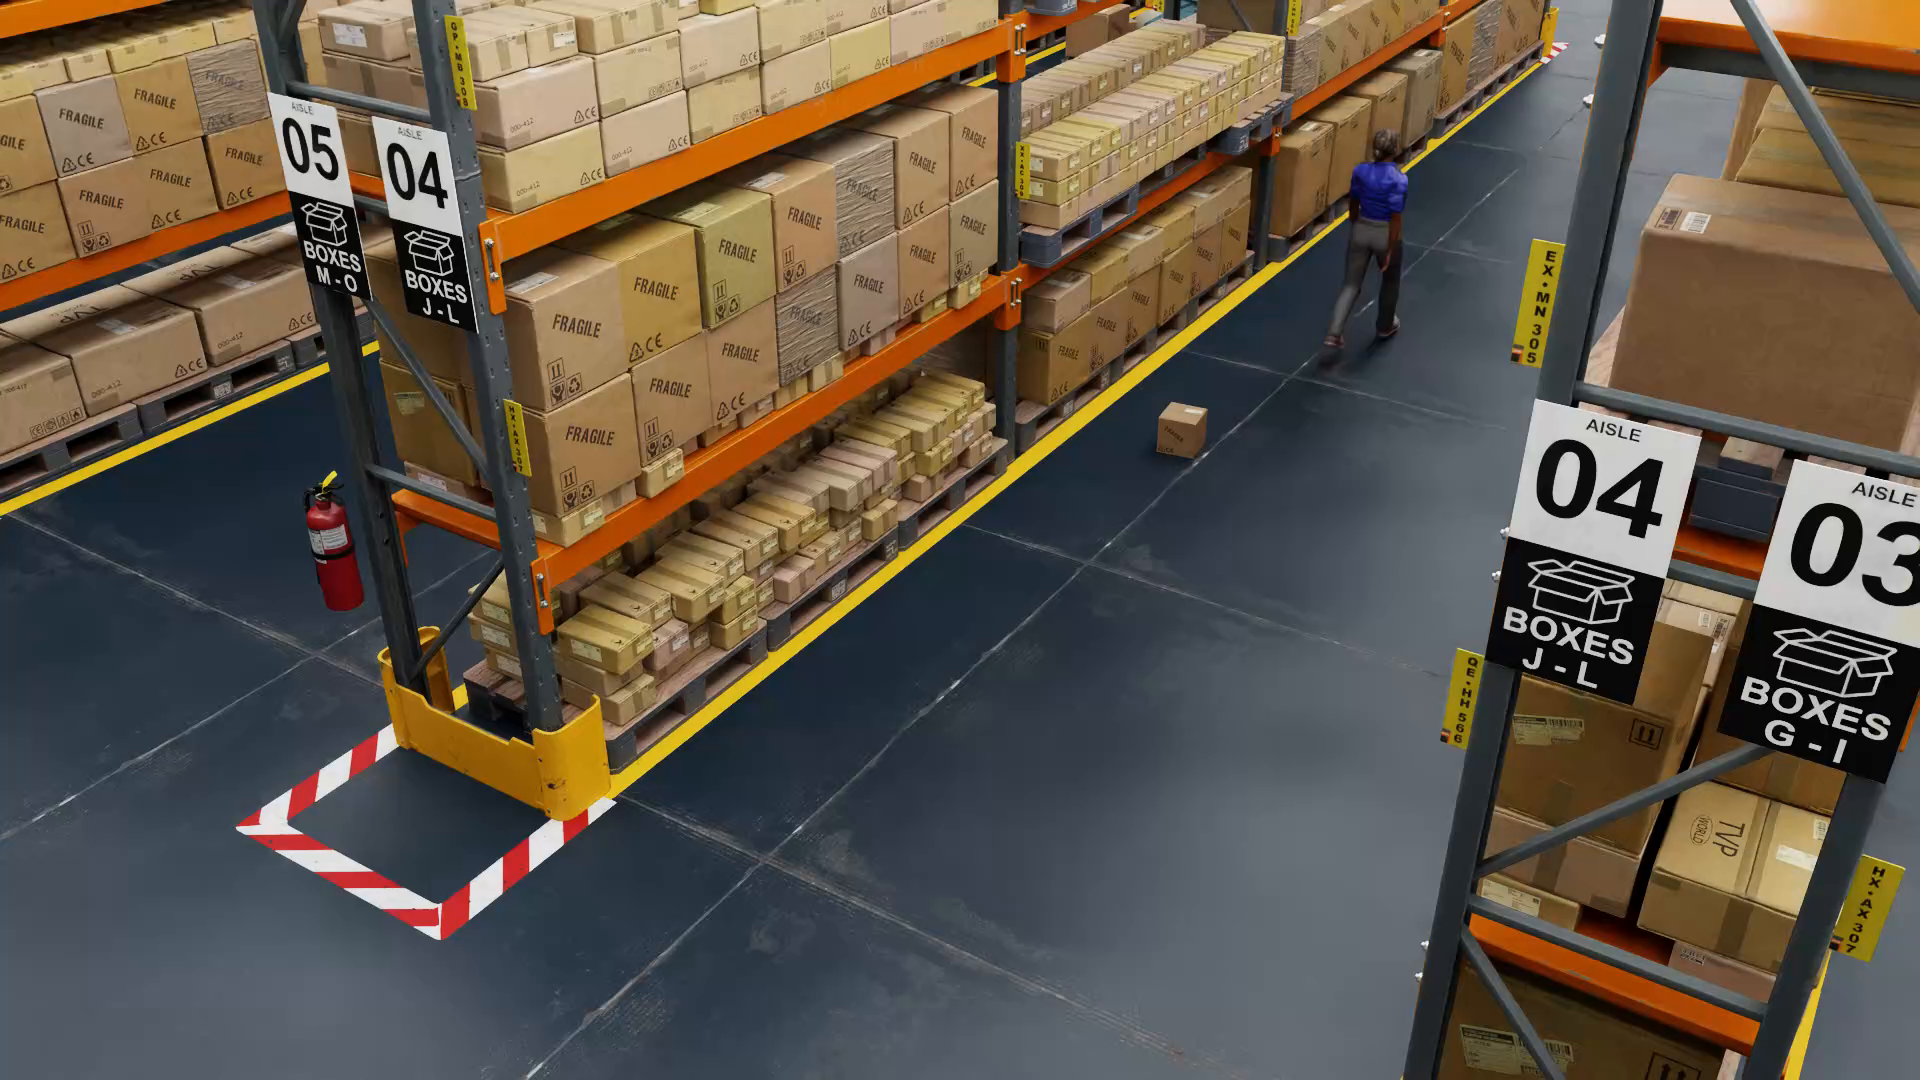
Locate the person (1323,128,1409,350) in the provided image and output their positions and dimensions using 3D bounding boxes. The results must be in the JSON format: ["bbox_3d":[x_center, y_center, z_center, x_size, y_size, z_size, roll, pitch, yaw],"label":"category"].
[{"bbox_3d":[2.925,-2.132,11.776,0.444,1.607,0.959,18,35,28],"label":"person"}]
